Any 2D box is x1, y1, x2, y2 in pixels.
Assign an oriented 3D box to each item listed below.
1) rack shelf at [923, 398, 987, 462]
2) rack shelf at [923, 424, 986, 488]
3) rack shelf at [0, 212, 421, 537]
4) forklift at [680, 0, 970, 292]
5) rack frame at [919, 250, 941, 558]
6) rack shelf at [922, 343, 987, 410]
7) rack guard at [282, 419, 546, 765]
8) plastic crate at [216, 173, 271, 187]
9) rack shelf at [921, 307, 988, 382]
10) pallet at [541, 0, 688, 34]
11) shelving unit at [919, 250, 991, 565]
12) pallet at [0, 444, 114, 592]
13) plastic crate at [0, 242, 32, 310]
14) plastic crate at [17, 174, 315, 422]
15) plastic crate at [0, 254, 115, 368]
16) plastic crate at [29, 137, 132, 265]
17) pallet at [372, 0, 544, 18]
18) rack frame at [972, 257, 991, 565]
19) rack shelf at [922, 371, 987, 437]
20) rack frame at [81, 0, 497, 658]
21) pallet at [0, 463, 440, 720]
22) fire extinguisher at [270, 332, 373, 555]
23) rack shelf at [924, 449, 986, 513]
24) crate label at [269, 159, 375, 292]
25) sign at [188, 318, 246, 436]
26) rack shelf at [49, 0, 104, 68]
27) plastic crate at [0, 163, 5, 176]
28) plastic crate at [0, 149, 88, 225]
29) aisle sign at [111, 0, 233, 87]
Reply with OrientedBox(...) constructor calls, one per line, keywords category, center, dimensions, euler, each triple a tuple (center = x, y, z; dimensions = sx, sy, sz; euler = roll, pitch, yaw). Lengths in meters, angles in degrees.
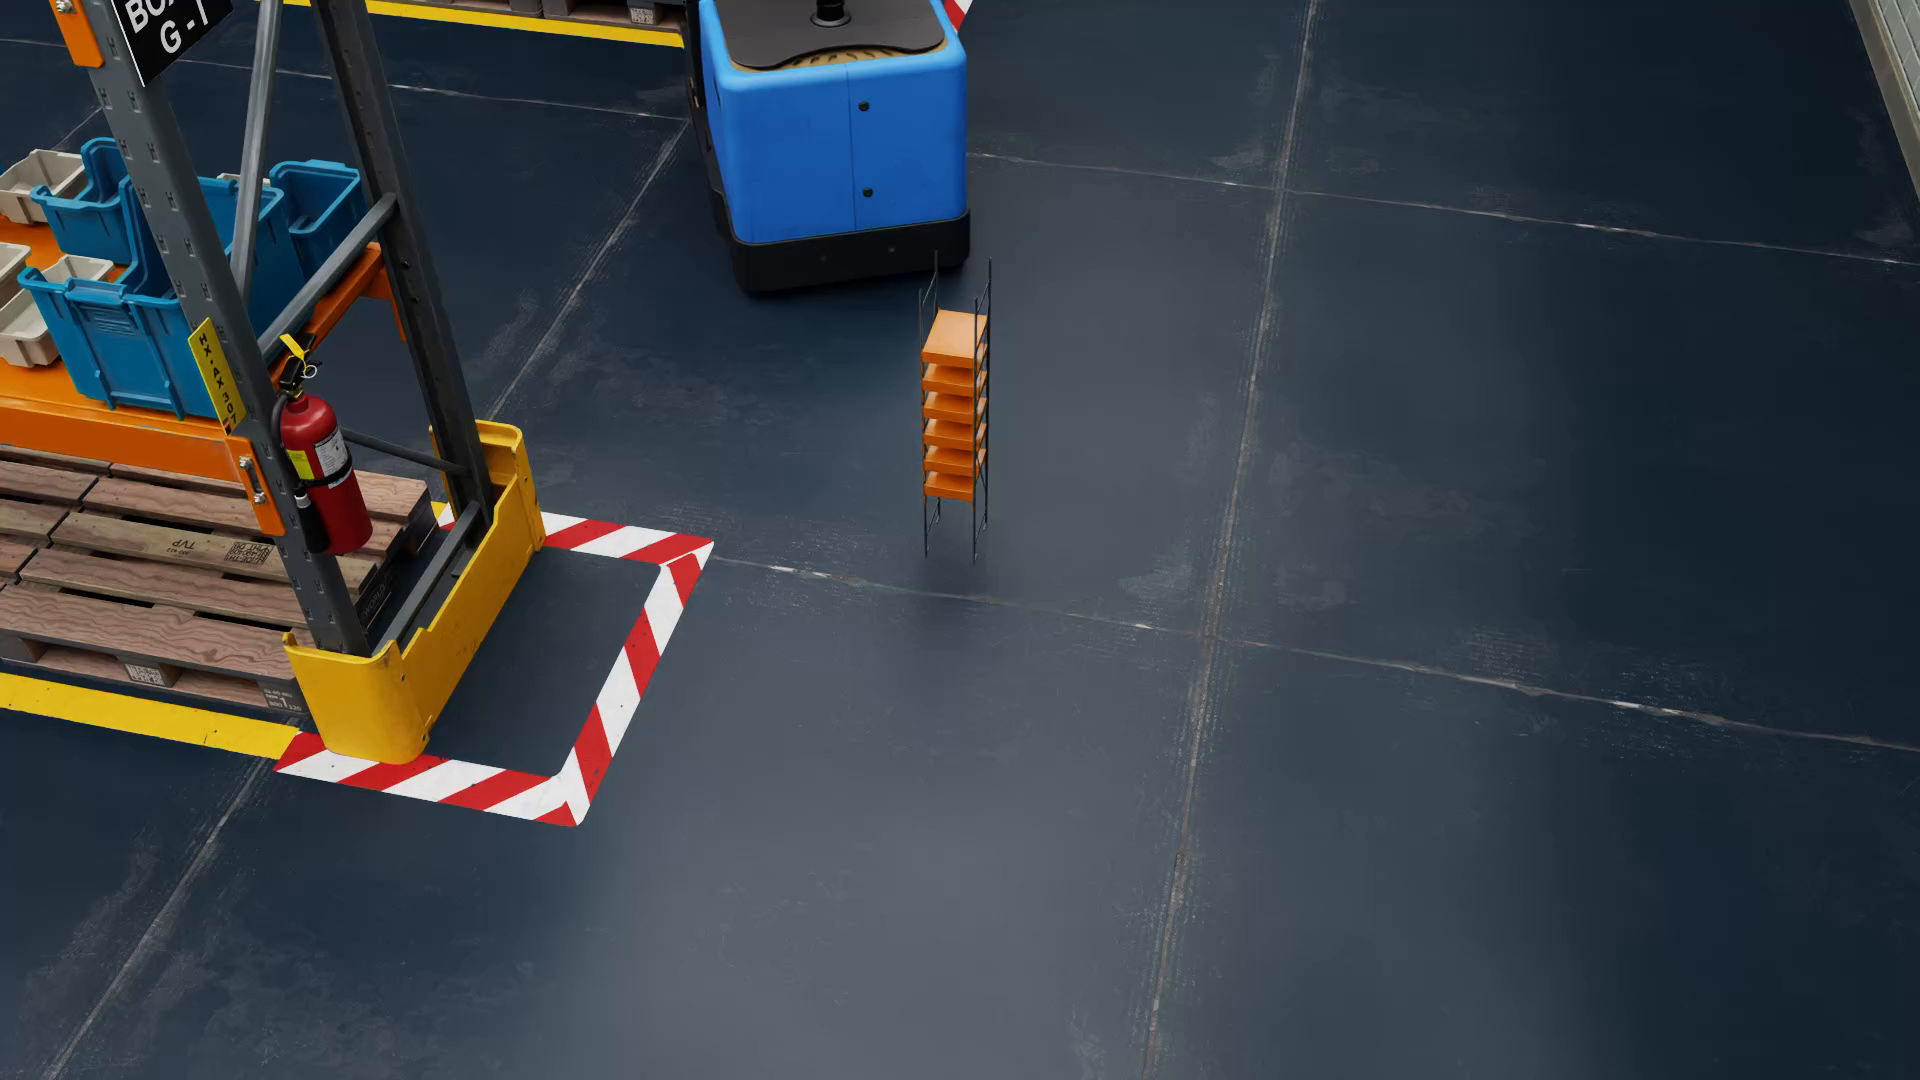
OrientedBox(category="rack shelf", center=(-0.014, -0.402, 5.867), dimensions=(0.180, 0.103, 0.258), euler=(9, 45, 9))
OrientedBox(category="rack shelf", center=(-0.014, -0.316, 5.950), dimensions=(0.180, 0.103, 0.258), euler=(9, 45, 9))
OrientedBox(category="rack shelf", center=(-3.818, -0.791, 5.427), dimensions=(4.000, 0.370, 1.077), euler=(9, 45, 9))
OrientedBox(category="forklift", center=(-0.788, -3.181, 7.441), dimensions=(1.130, 2.935, 3.031), euler=(-9, 45, -9))
OrientedBox(category="rack frame", center=(-0.103, -0.448, 5.851), dimensions=(0.006, 1.200, 0.240), euler=(9, 45, 9))
OrientedBox(category="rack shelf", center=(-0.014, -0.575, 5.701), dimensions=(0.180, 0.103, 0.258), euler=(9, 45, 9))
OrientedBox(category="rack guard", center=(-1.840, 0.149, 5.735), dimensions=(0.348, 0.500, 1.175), euler=(9, 45, 9))
OrientedBox(category="plastic crate", center=(-2.331, -1.038, 5.313), dimensions=(0.298, 0.136, 0.250), euler=(9, 45, 9))
OrientedBox(category="rack shelf", center=(-0.014, -0.662, 5.617), dimensions=(0.180, 0.103, 0.258), euler=(9, 45, 9))
OrientedBox(category="pallet", center=(-1.634, -3.225, 9.449), dimensions=(1.213, 0.211, 1.003), euler=(9, 45, 9))
OrientedBox(category="shelving unit", center=(-0.014, -0.434, 5.836), dimensions=(0.189, 1.200, 0.258), euler=(9, 45, 9))
OrientedBox(category="pallet", center=(-3.850, -0.080, 6.180), dimensions=(1.213, 0.211, 1.003), euler=(9, 45, 9))
OrientedBox(category="plastic crate", center=(-2.982, -0.728, 4.990), dimensions=(0.243, 0.136, 0.396), euler=(9, 45, 9))
OrientedBox(category="plastic crate", center=(-2.234, -0.706, 4.751), dimensions=(0.499, 0.435, 0.616), euler=(9, 45, 9))
OrientedBox(category="plastic crate", center=(-2.702, -0.674, 4.935), dimensions=(0.243, 0.136, 0.396), euler=(9, 45, 9))
OrientedBox(category="plastic crate", center=(-2.678, -1.068, 5.274), dimensions=(0.300, 0.233, 0.416), euler=(9, 45, 9))
OrientedBox(category="pallet", center=(-2.821, -3.412, 9.642), dimensions=(1.213, 0.211, 1.003), euler=(9, 45, 9))
OrientedBox(category="rack frame", center=(0.075, -0.421, 5.822), dimensions=(0.006, 1.200, 0.240), euler=(9, 45, 9))
OrientedBox(category="rack shelf", center=(-0.014, -0.489, 5.784), dimensions=(0.180, 0.103, 0.258), euler=(9, 45, 9))
OrientedBox(category="rack frame", center=(-1.867, -0.747, 4.863), dimensions=(0.127, 3.000, 1.000), euler=(9, 45, 9))
OrientedBox(category="pallet", center=(-2.663, 0.107, 5.987), dimensions=(1.213, 0.211, 1.003), euler=(9, 45, 9))
OrientedBox(category="fire extinguisher", center=(-1.819, -0.254, 4.676), dimensions=(0.183, 0.674, 0.296), euler=(9, 45, 9))
OrientedBox(category="rack shelf", center=(-0.014, -0.230, 6.033), dimensions=(0.180, 0.103, 0.258), euler=(9, 45, 9))
OrientedBox(category="crate label", center=(-2.036, -0.968, 5.171), dimensions=(0.303, 0.233, 0.416), euler=(9, 45, 9))
OrientedBox(category="sign", center=(-1.971, -0.431, 4.417), dimensions=(0.005, 0.325, 0.100), euler=(9, 45, 9))
OrientedBox(category="rack shelf", center=(-3.818, -1.871, 4.387), dimensions=(4.000, 0.370, 1.077), euler=(9, 45, 9))
OrientedBox(category="plastic crate", center=(-3.321, -1.168, 5.378), dimensions=(0.300, 0.233, 0.416), euler=(9, 45, 9))
OrientedBox(category="plastic crate", center=(-2.993, -1.141, 5.419), dimensions=(0.298, 0.136, 0.250), euler=(9, 45, 9))
OrientedBox(category="aisle sign", center=(-1.860, -1.474, 3.744), dimensions=(0.004, 0.787, 0.394), euler=(9, 45, 9))
